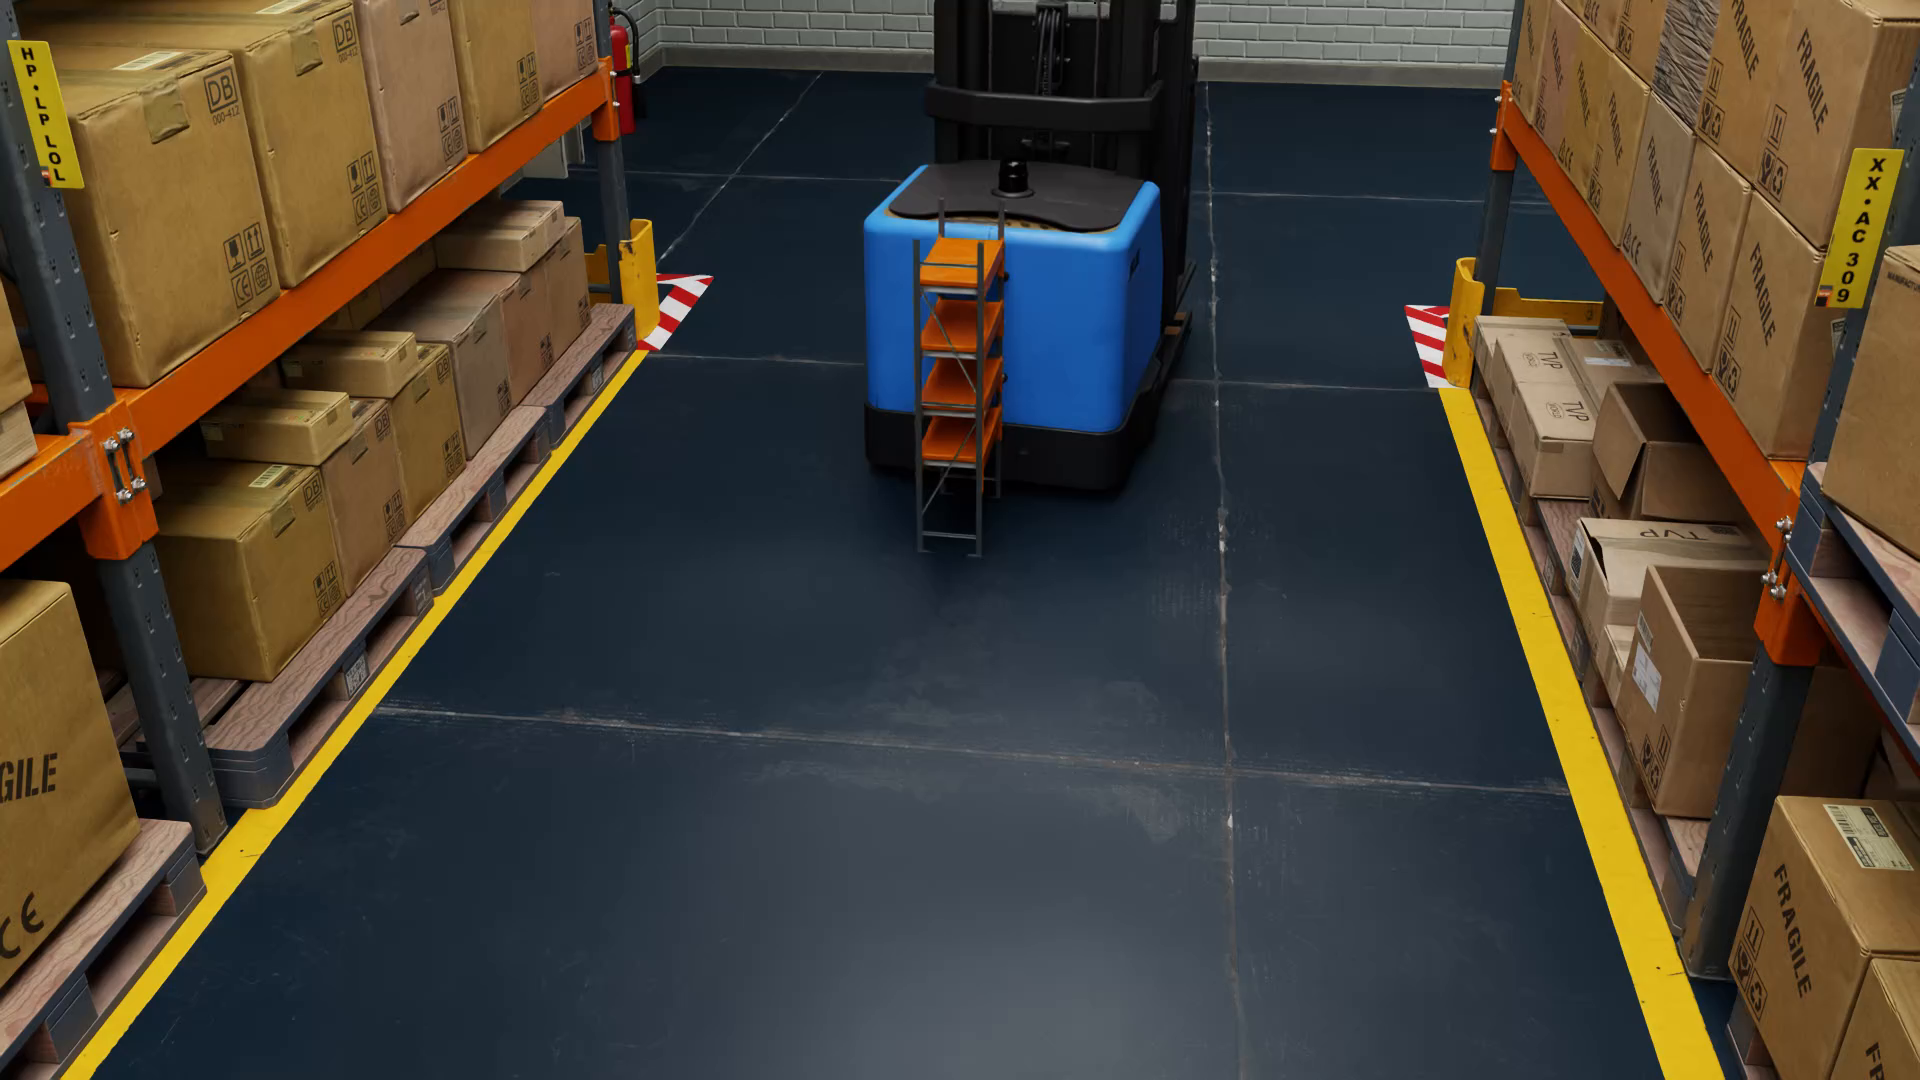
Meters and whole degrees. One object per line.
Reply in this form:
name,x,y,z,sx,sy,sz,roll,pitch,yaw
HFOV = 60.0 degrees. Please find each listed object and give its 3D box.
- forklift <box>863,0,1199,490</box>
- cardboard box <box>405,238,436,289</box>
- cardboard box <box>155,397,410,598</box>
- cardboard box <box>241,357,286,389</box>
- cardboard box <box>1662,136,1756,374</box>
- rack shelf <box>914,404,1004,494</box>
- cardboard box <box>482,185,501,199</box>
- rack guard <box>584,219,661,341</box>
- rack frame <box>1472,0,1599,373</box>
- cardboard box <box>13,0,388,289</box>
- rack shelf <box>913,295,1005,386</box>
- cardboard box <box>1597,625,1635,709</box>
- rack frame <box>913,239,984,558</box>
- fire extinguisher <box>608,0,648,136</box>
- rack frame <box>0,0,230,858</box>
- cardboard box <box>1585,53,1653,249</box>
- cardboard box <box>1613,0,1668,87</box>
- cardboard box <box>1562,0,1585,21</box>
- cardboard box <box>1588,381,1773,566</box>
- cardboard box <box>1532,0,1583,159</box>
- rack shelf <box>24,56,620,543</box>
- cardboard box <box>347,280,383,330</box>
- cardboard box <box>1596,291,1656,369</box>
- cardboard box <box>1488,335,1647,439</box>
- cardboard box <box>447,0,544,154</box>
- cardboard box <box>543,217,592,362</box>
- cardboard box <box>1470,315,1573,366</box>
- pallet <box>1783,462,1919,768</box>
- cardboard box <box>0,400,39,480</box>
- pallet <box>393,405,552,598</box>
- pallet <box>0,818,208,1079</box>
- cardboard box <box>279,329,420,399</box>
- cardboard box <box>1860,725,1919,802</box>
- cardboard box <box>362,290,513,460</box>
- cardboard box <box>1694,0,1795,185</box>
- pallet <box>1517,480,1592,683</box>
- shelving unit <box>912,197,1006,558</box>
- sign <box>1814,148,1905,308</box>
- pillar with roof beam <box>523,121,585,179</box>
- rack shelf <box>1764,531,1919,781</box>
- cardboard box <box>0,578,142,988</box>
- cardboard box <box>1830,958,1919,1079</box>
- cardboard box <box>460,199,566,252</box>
forklift,0.490,-2.167,7.182,1.130,2.935,3.031,7,29,13
cardboard box,-2.349,-1.129,6.691,0.380,0.149,0.250,4,29,7
cardboard box,-2.319,-0.164,5.584,0.700,0.500,0.500,3,28,6
cardboard box,-2.505,-0.528,5.577,0.380,0.149,0.250,2,28,5
cardboard box,2.208,-0.748,4.370,0.500,0.500,0.500,4,29,8
rack shelf,0.001,-0.353,6.201,0.258,0.148,0.480,5,29,8
cardboard box,-2.257,-1.485,7.352,0.380,0.149,0.250,4,29,7
rack guard,-2.084,-1.291,8.118,1.175,0.500,0.348,3,28,6
rack frame,2.829,-2.094,6.973,1.000,3.000,0.127,3,28,6
cardboard box,-2.400,-1.227,5.048,0.980,0.700,0.700,3,28,5
rack shelf,0.001,-0.725,6.001,0.258,0.148,0.480,5,29,8
cardboard box,2.114,0.386,4.913,0.380,0.149,0.250,3,28,6
rack frame,-0.039,-0.473,5.864,0.240,1.200,0.015,5,29,8
fire extinguisher,-1.611,-2.226,7.693,0.296,0.674,0.183,3,28,6
rack frame,-2.577,-0.497,4.010,1.000,3.000,0.127,3,28,6
cardboard box,2.328,-1.230,5.264,0.500,0.500,0.500,4,29,7
cardboard box,2.329,-1.663,5.015,0.500,0.500,0.500,3,28,6
cardboard box,2.457,-2.138,5.896,0.500,0.500,0.500,4,29,7
cardboard box,2.564,-0.190,5.608,0.797,0.503,0.637,3,28,6
cardboard box,2.455,-1.701,6.139,0.500,0.500,0.500,3,28,6
rack shelf,-2.332,-1.122,5.928,1.077,0.370,4.000,3,28,6
cardboard box,-2.411,-0.888,6.244,0.380,0.149,0.250,4,29,7
cardboard box,3.007,-0.917,6.960,0.500,0.500,0.500,3,28,6
cardboard box,2.420,-0.602,6.640,0.500,0.250,0.500,3,28,6
cardboard box,-2.218,-1.928,6.350,0.980,0.700,0.700,3,28,6
cardboard box,-2.074,-1.129,7.375,0.700,0.500,0.500,3,28,6
cardboard box,2.437,-0.855,7.216,0.380,0.149,0.250,3,28,6
pallet,2.133,0.244,2.838,1.003,0.211,1.213,3,28,6
cardboard box,-2.338,-0.219,3.739,0.380,0.149,0.250,4,29,7
pallet,-2.260,-0.198,6.396,1.003,0.211,1.213,3,28,6
pallet,-2.597,1.098,3.989,1.003,0.211,1.213,3,28,6
cardboard box,-2.097,-0.609,5.727,0.380,0.149,0.250,3,28,5
cardboard box,2.605,0.594,4.355,0.500,0.311,0.500,3,28,6
cardboard box,-2.196,-0.656,6.499,0.700,0.500,0.500,2,28,5
cardboard box,2.204,-1.189,4.135,0.500,0.500,0.500,3,28,5
pallet,2.571,0.118,5.809,1.003,0.211,1.213,3,28,6
shelving unit,0.001,-0.587,6.075,0.258,1.200,0.503,5,29,8
sign,1.800,-0.620,3.325,0.100,0.325,0.005,3,28,6
pillar with roof beam,1.658,-6.092,8.070,9.100,9.000,0.400,3,28,6
rack shelf,2.094,1.047,1.902,1.077,0.370,4.000,3,28,6
cardboard box,-2.528,0.578,3.838,0.750,0.750,0.750,4,29,7
cardboard box,1.984,1.161,3.103,0.500,0.500,0.500,4,29,7
cardboard box,-1.909,-1.343,7.090,0.380,0.149,0.250,3,28,6
